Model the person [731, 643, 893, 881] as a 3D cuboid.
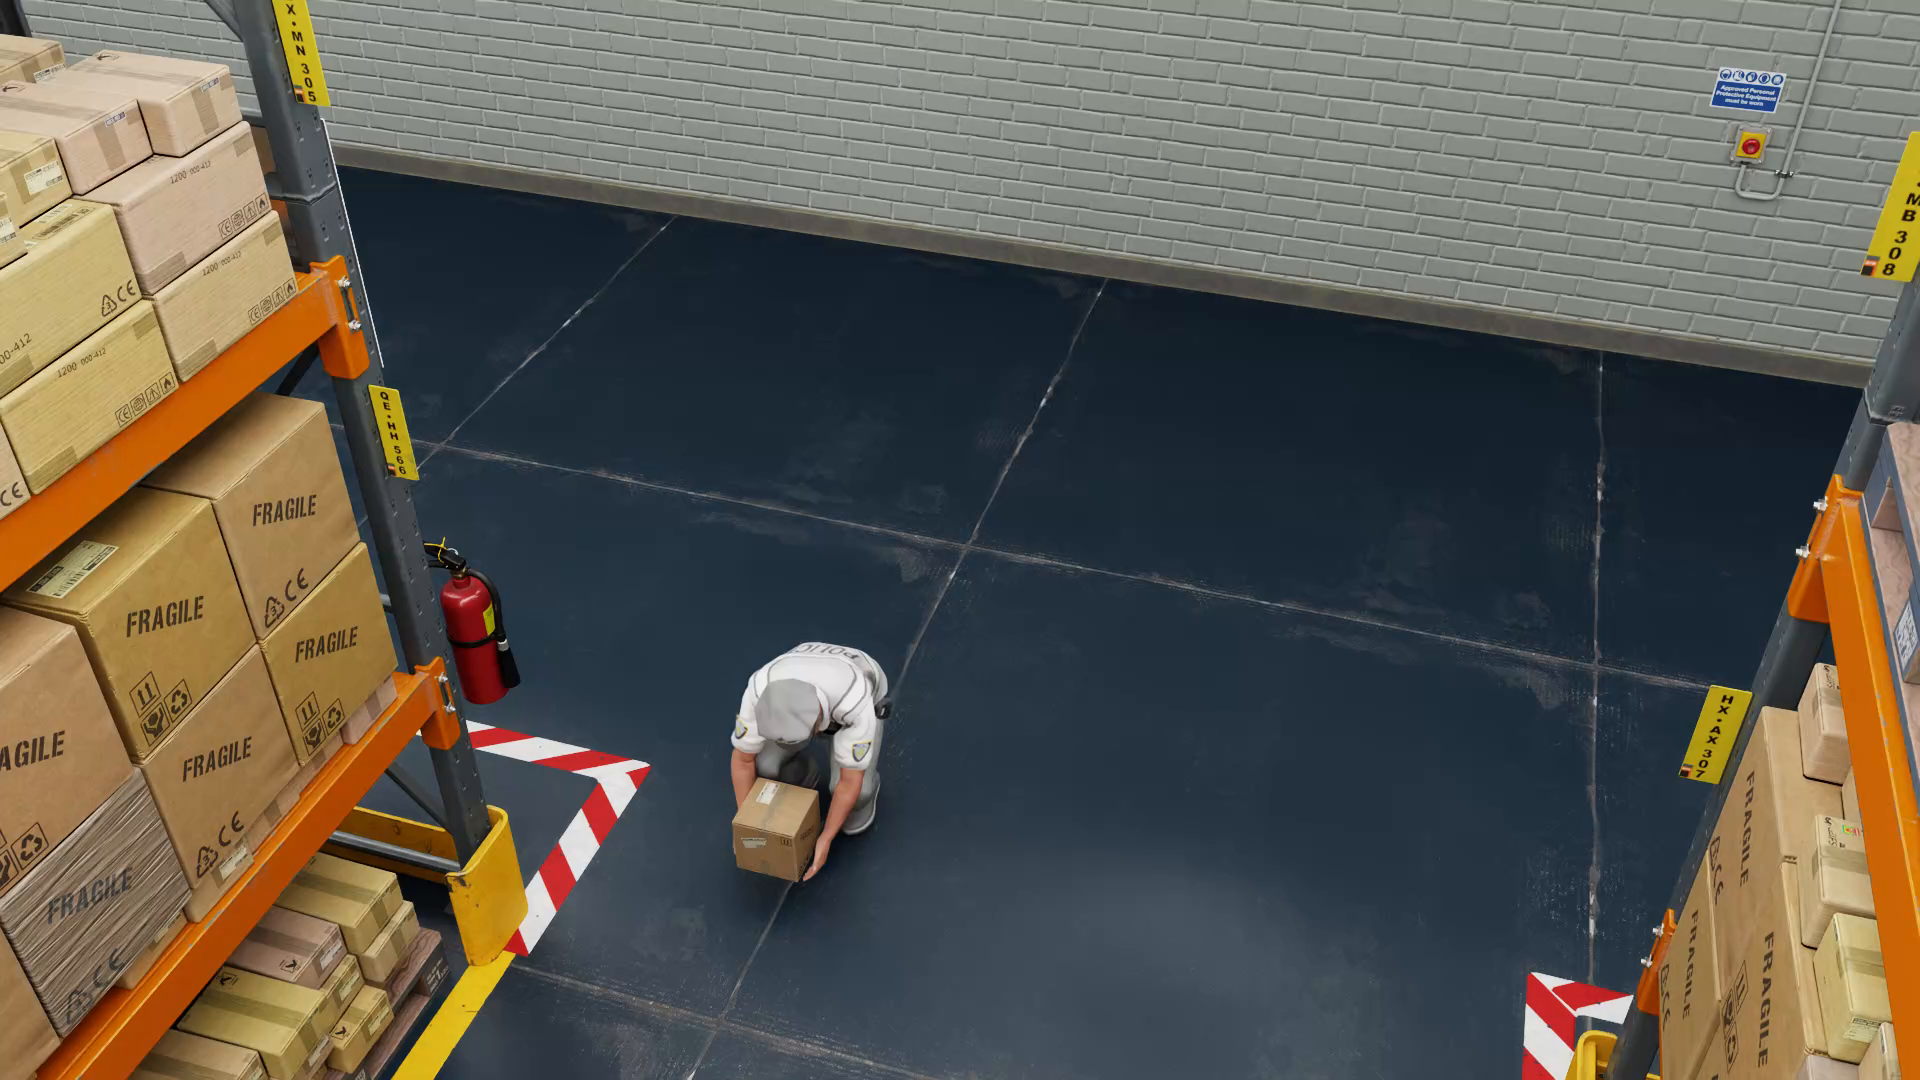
[{"bbox_3d":[-0.560,0.759,6.499,0.557,1.009,0.910,11,38,14],"label":"person"}]
